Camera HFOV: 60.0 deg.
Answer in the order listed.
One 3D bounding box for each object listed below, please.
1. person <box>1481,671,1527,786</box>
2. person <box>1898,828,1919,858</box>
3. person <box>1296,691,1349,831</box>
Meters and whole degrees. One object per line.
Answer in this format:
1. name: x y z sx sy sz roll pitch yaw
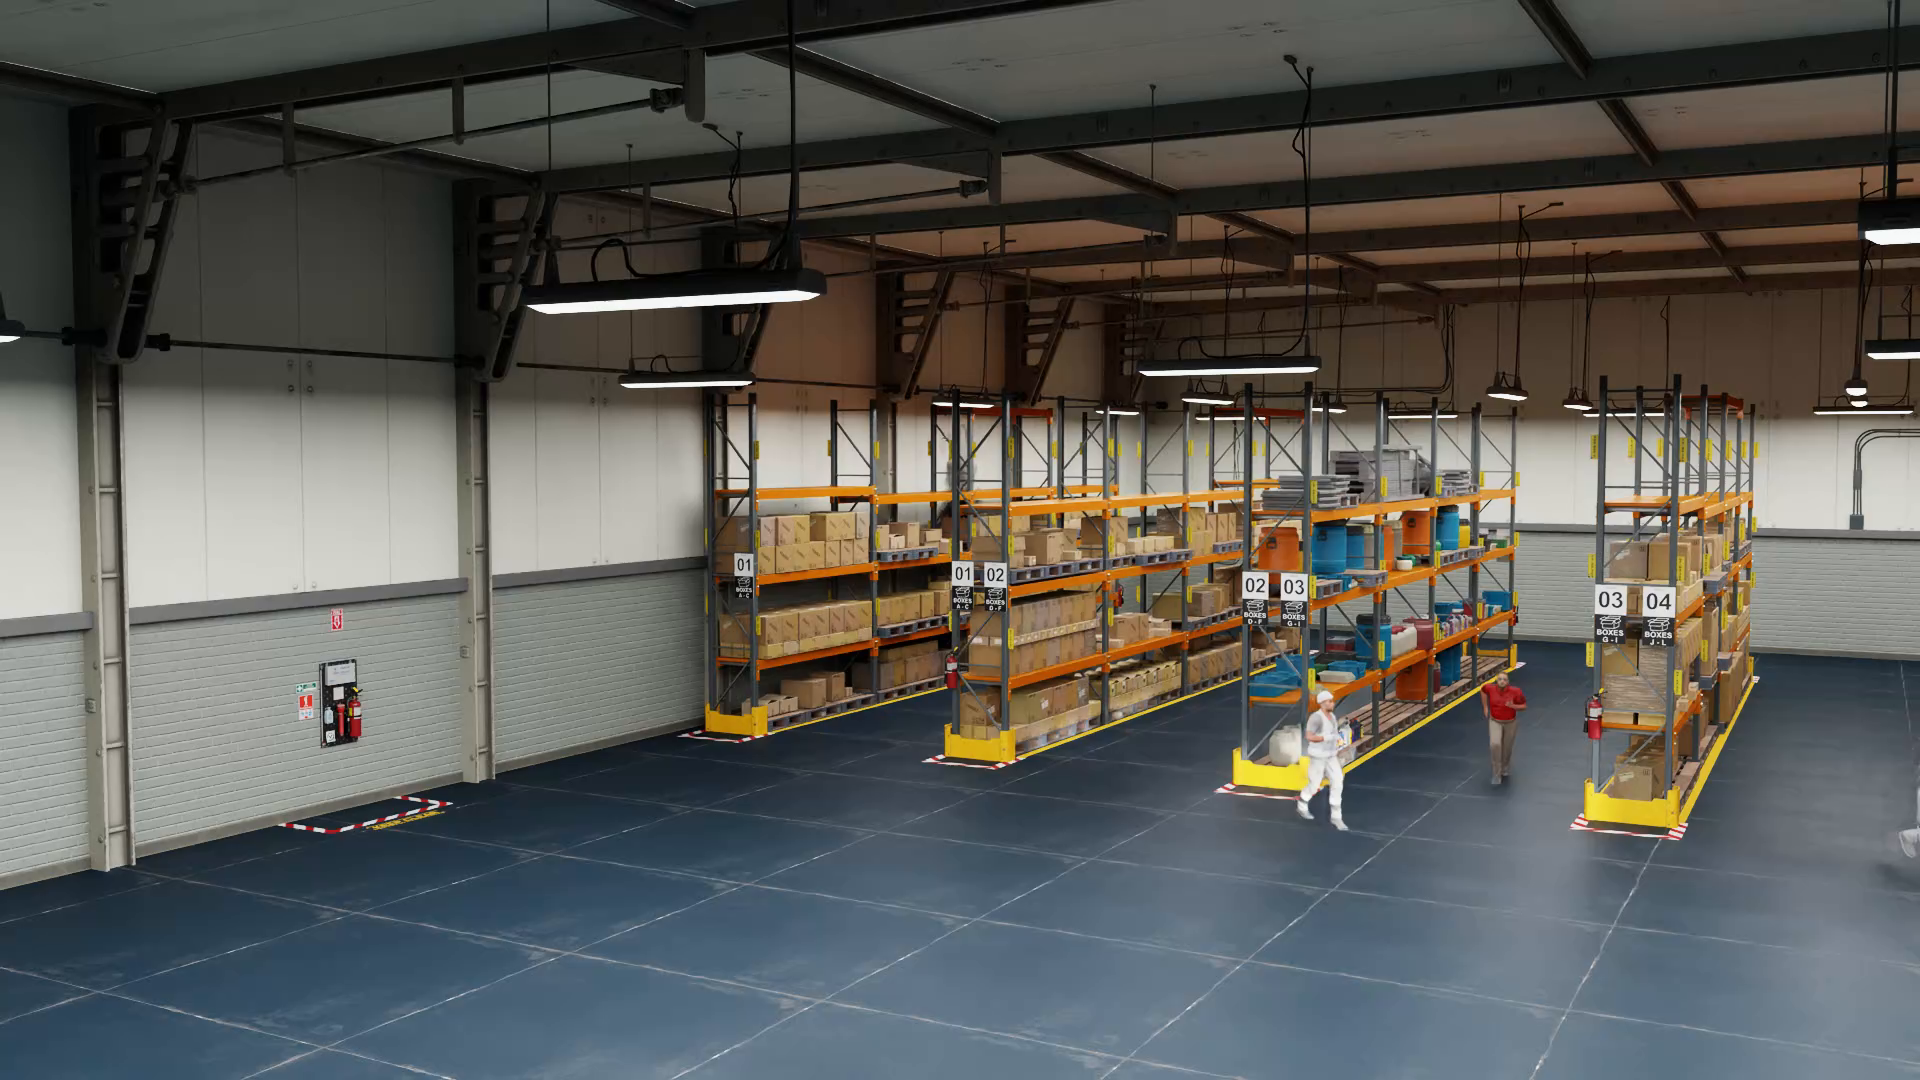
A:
1. person: 8.170 2.820 25.018 0.650 1.739 0.939 1 3 17
2. person: 11.619 3.121 19.662 0.671 1.720 0.947 -2 4 -33
3. person: 4.776 2.916 22.089 0.613 1.842 0.831 -2 4 -37
